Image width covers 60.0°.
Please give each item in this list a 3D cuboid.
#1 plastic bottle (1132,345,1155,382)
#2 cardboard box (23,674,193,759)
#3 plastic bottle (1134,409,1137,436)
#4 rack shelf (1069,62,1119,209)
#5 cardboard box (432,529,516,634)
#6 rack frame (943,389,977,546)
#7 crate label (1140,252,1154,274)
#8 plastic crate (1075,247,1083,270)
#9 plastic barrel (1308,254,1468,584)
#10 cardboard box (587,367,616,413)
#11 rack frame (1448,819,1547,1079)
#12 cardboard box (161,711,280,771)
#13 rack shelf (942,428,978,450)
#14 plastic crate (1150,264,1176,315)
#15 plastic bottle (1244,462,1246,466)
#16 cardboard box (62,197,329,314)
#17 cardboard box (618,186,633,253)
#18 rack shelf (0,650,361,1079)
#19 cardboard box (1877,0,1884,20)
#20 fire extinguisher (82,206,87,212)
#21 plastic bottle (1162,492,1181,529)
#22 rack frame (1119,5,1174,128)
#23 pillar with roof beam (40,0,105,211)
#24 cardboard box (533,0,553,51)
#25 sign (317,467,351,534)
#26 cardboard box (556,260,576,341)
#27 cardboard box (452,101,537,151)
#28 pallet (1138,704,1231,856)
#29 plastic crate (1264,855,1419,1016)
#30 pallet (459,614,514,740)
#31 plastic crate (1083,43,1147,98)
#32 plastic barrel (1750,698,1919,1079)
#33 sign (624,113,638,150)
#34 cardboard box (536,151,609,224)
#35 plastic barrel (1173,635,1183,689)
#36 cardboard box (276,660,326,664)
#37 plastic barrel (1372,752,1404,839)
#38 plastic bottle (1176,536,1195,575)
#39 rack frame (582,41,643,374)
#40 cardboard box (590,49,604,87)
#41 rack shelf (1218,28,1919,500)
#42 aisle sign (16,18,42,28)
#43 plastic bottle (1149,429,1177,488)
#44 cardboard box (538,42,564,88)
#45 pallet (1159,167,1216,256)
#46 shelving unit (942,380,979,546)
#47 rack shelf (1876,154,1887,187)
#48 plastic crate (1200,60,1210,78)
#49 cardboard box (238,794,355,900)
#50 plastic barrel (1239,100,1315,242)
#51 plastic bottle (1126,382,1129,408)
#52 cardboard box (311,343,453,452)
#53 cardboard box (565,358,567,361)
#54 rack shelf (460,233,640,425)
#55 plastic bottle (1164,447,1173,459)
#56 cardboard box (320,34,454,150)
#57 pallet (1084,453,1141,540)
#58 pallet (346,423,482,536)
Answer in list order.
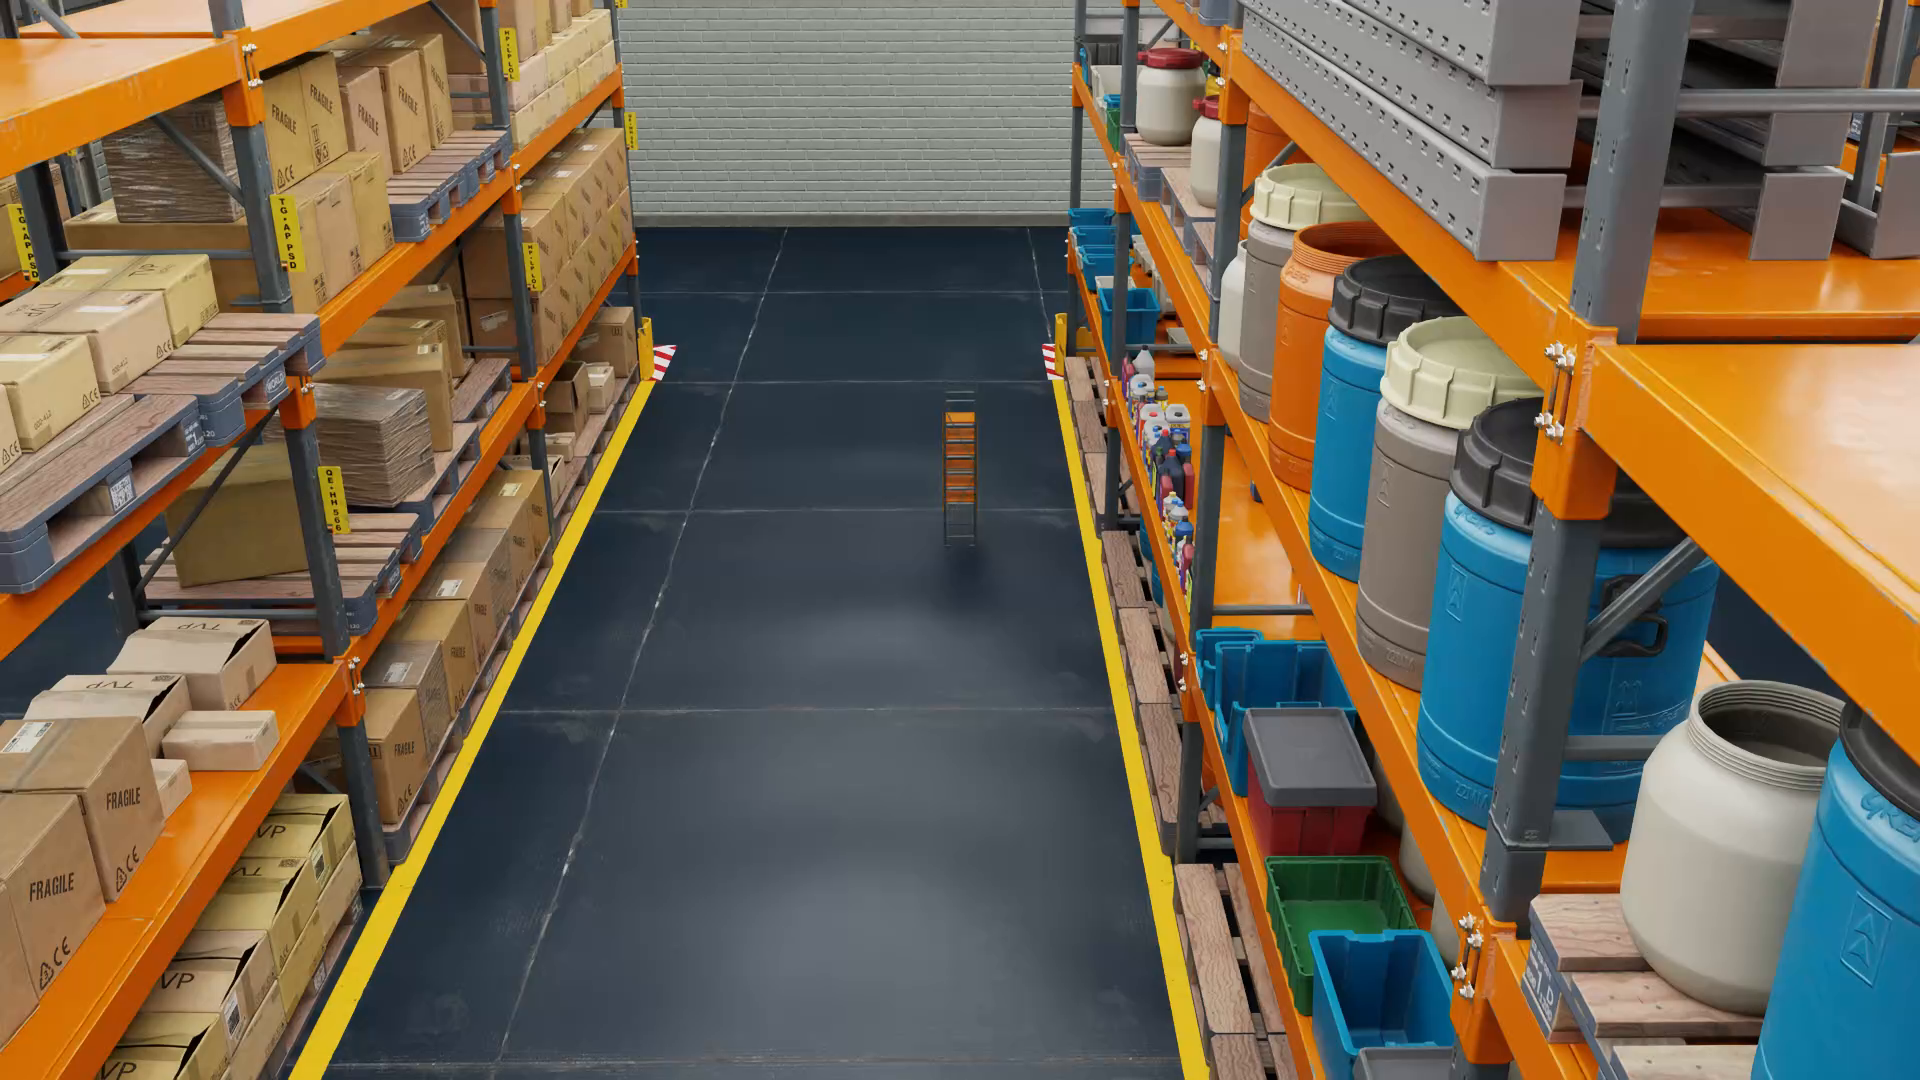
[{"bbox_3d":[1.219,-1.130,11.051,0.144,0.351,0.185,0,24,-1],"label":"plastic bottle"},{"bbox_3d":[-3.554,0.764,6.913,0.500,0.311,0.500,-1,24,-1],"label":"cardboard box"},{"bbox_3d":[1.143,-0.753,10.400,0.097,0.201,0.097,0,24,0],"label":"plastic bottle"},{"bbox_3d":[1.517,-3.178,12.753,1.077,0.370,4.000,0,24,-1],"label":"rack shelf"},{"bbox_3d":[-3.120,0.257,10.426,0.500,0.500,0.500,0,24,0],"label":"cardboard box"},{"bbox_3d":[0.001,-0.503,11.790,0.240,1.200,0.006,0,24,-1],"label":"rack frame"},{"bbox_3d":[1.701,-2.301,13.829,0.396,0.136,0.243,0,24,-1],"label":"crate label"},{"bbox_3d":[1.097,-2.355,13.948,0.250,0.136,0.298,0,24,-1],"label":"plastic crate"},{"bbox_3d":[1.389,-0.361,5.044,0.600,0.901,0.708,0,24,-1],"label":"plastic barrel"},{"bbox_3d":[-3.225,-1.276,14.117,0.500,0.250,0.500,0,24,-1],"label":"cardboard box"},{"bbox_3d":[1.626,1.981,4.112,1.000,3.000,0.127,0,24,-1],"label":"rack frame"},{"bbox_3d":[-3.084,0.838,6.946,0.380,0.149,0.250,0,24,-1],"label":"cardboard box"},{"bbox_3d":[0.000,-0.719,11.792,0.258,0.103,0.180,0,24,-1],"label":"rack shelf"},{"bbox_3d":[1.707,-1.919,12.806,0.437,0.282,0.530,0,24,-1],"label":"plastic crate"},{"bbox_3d":[1.756,-0.578,9.927,0.097,0.271,0.097,0,24,0],"label":"plastic bottle"},{"bbox_3d":[-3.409,-1.238,7.469,0.910,0.500,0.500,0,24,-1],"label":"cardboard box"},{"bbox_3d":[-3.181,-2.805,14.574,0.500,0.500,0.500,0,24,1],"label":"cardboard box"},{"bbox_3d":[-3.349,1.506,6.037,1.077,0.370,4.000,0,24,-1],"label":"rack shelf"},{"bbox_3d":[6.488,-3.716,11.407,0.500,0.250,0.500,-2,24,-4],"label":"cardboard box"},{"bbox_3d":[-7.951,-2.778,15.182,0.296,0.674,0.183,0,24,-1],"label":"fire extinguisher"},{"bbox_3d":[1.159,-0.165,9.098,0.097,0.201,0.097,0,24,0],"label":"plastic bottle"},{"bbox_3d":[1.539,-4.049,10.165,1.000,3.000,0.127,0,24,-1],"label":"rack frame"},{"bbox_3d":[-5.001,-6.780,16.205,9.100,9.000,0.400,0,24,-1],"label":"pillar with roof beam"},{"bbox_3d":[-3.333,-3.775,11.866,0.700,0.500,0.500,0,24,-1],"label":"cardboard box"},{"bbox_3d":[-2.815,-0.178,7.481,0.100,0.325,0.005,0,24,-1],"label":"sign"},{"bbox_3d":[-3.156,-1.762,12.268,0.500,0.500,0.500,0,24,0],"label":"cardboard box"},{"bbox_3d":[-3.172,-2.794,11.214,0.500,0.250,0.500,0,24,-1],"label":"cardboard box"},{"bbox_3d":[1.532,1.279,9.049,1.003,0.211,1.213,0,24,-1],"label":"pallet"},{"bbox_3d":[1.325,1.362,5.740,0.450,0.188,0.662,0,24,-1],"label":"plastic crate"},{"bbox_3d":[-3.351,0.815,10.075,1.003,0.211,1.213,0,24,-1],"label":"pallet"},{"bbox_3d":[1.237,-3.671,13.045,0.504,0.338,0.767,0,24,-1],"label":"plastic crate"},{"bbox_3d":[1.530,0.606,2.397,0.600,0.901,0.708,0,24,-1],"label":"plastic barrel"},{"bbox_3d":[-2.903,-3.608,14.683,0.100,0.325,0.005,0,24,-1],"label":"sign"},{"bbox_3d":[-3.161,-2.840,13.438,0.500,0.500,0.500,0,24,1],"label":"cardboard box"},{"bbox_3d":[1.548,0.574,9.642,0.600,0.588,0.708,0,24,-1],"label":"plastic barrel"},{"bbox_3d":[-3.620,0.543,8.882,0.500,0.250,0.500,1,24,1],"label":"cardboard box"},{"bbox_3d":[1.812,0.879,6.415,0.421,0.512,0.421,0,24,0],"label":"plastic barrel"},{"bbox_3d":[1.165,0.076,8.566,0.097,0.201,0.097,0,24,0],"label":"plastic bottle"},{"bbox_3d":[-3.458,-2.943,15.000,1.000,3.000,0.127,0,24,-1],"label":"rack frame"},{"bbox_3d":[-3.194,-3.824,13.491,0.500,0.250,0.500,0,24,-1],"label":"cardboard box"},{"bbox_3d":[1.604,-1.066,4.929,1.077,0.370,4.000,0,24,-1],"label":"rack shelf"},{"bbox_3d":[-8.112,-4.134,14.480,0.394,0.787,0.004,0,24,-1],"label":"aisle sign"},{"bbox_3d":[1.176,-0.477,9.608,0.144,0.351,0.185,0,24,-1],"label":"plastic bottle"},{"bbox_3d":[-3.172,-3.434,12.022,0.500,0.250,0.500,0,24,-1],"label":"cardboard box"},{"bbox_3d":[1.661,-1.806,9.075,1.003,0.211,1.213,0,24,-1],"label":"pallet"},{"bbox_3d":[0.000,-0.541,11.873,0.258,1.200,0.189,0,24,-1],"label":"shelving unit"},{"bbox_3d":[6.513,-1.552,9.158,1.077,0.370,4.000,0,24,-1],"label":"rack shelf"},{"bbox_3d":[1.792,-3.828,13.575,0.450,0.188,0.336,0,24,-1],"label":"plastic crate"},{"bbox_3d":[-3.119,1.375,7.601,0.500,0.311,0.500,0,24,1],"label":"cardboard box"},{"bbox_3d":[1.579,-1.655,7.481,0.600,0.830,0.708,0,24,-1],"label":"plastic barrel"},{"bbox_3d":[1.137,-0.969,10.877,0.097,0.201,0.097,0,24,0],"label":"plastic bottle"},{"bbox_3d":[-3.333,-0.804,9.639,0.700,0.500,0.500,-6,25,-14],"label":"cardboard box"},{"bbox_3d":[-3.730,-1.459,14.522,0.500,0.250,0.500,0,24,-1],"label":"cardboard box"},{"bbox_3d":[-3.436,-1.791,13.326,1.077,0.370,4.000,0,24,-1],"label":"rack shelf"},{"bbox_3d":[1.197,-0.381,9.477,0.061,0.283,0.133,0,24,-1],"label":"plastic bottle"},{"bbox_3d":[-3.482,-2.736,10.150,0.600,0.600,0.600,-3,24,-6],"label":"cardboard box"},{"bbox_3d":[1.492,-0.347,12.645,1.003,0.211,1.213,0,24,-1],"label":"pallet"},{"bbox_3d":[-3.396,-0.360,9.522,1.003,0.211,1.213,0,24,-1],"label":"pallet"}]
